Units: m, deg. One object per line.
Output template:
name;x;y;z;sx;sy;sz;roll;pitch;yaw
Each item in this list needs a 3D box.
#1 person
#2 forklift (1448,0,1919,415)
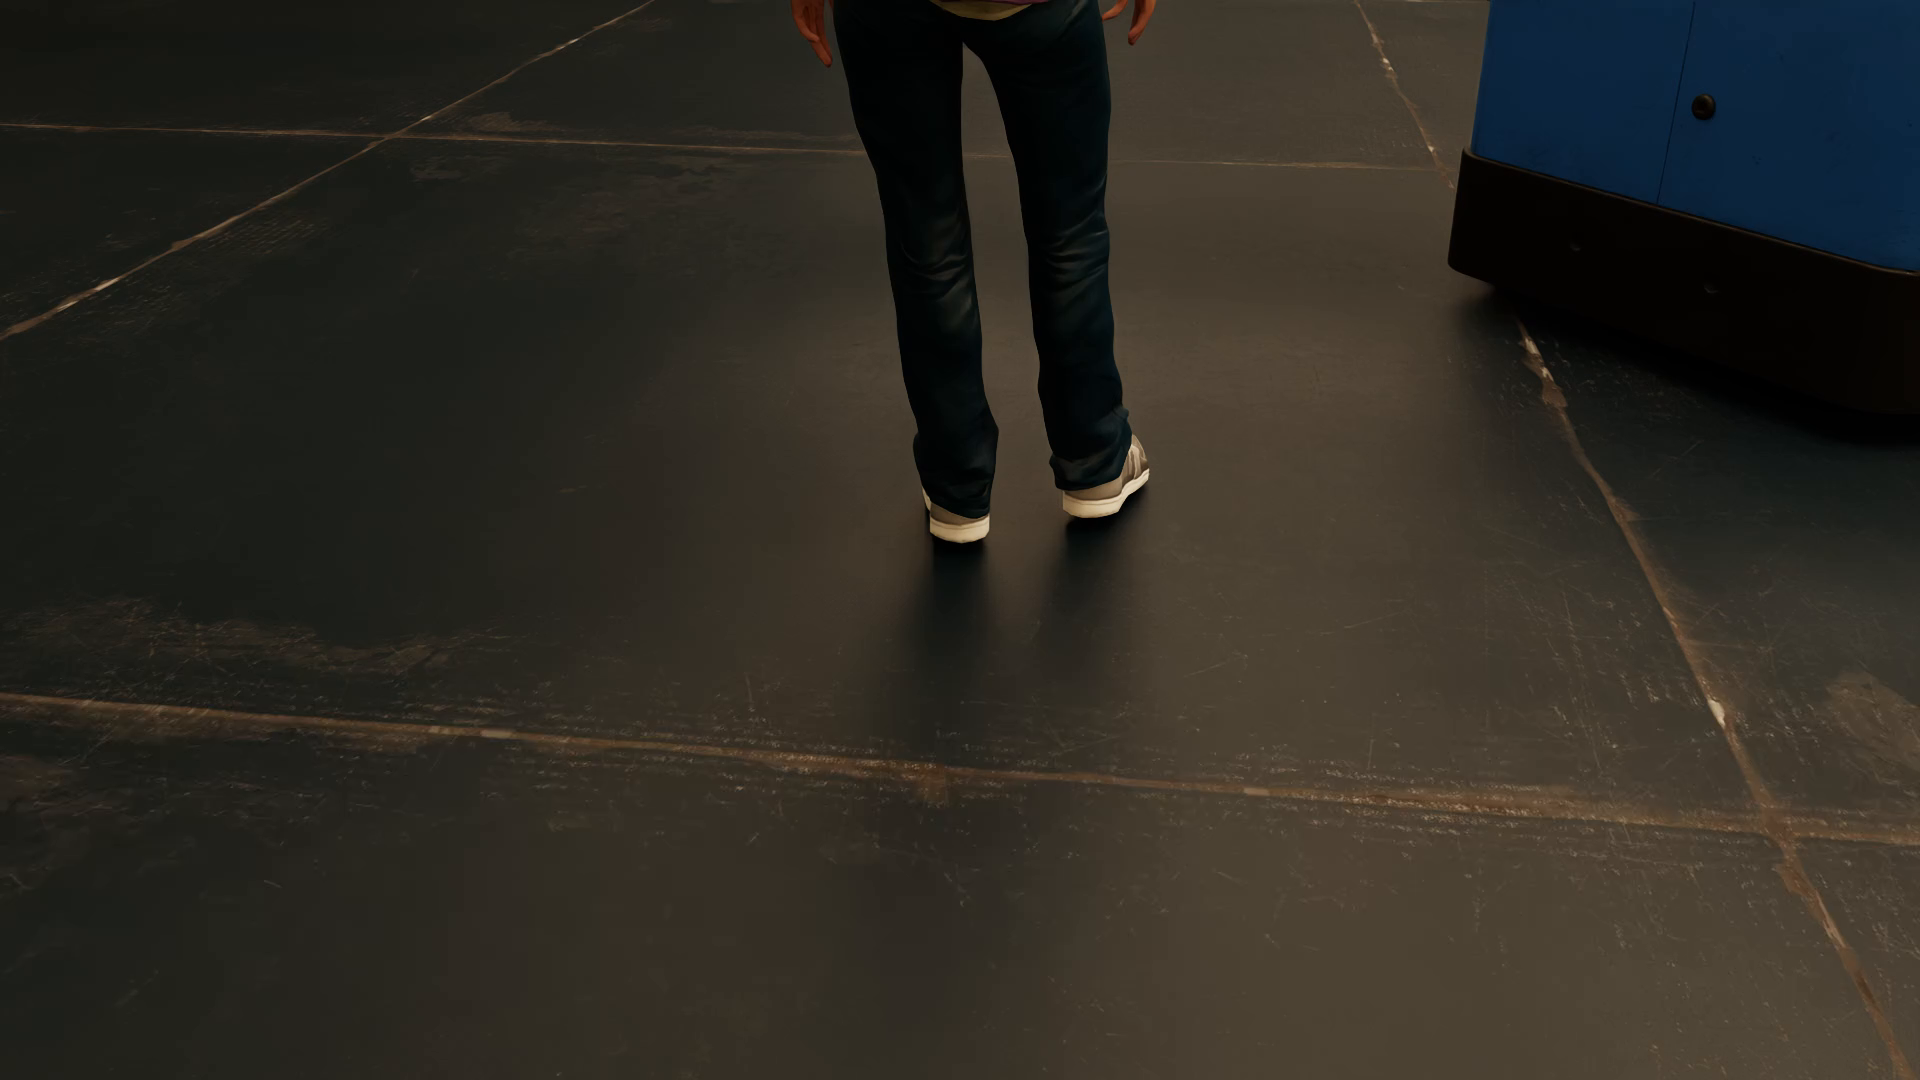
person;0.024;-0.753;2.204;0.520;1.596;0.476;3;27;7
forklift;2.557;-1.982;3.189;3.031;2.935;1.130;-15;30;-27
